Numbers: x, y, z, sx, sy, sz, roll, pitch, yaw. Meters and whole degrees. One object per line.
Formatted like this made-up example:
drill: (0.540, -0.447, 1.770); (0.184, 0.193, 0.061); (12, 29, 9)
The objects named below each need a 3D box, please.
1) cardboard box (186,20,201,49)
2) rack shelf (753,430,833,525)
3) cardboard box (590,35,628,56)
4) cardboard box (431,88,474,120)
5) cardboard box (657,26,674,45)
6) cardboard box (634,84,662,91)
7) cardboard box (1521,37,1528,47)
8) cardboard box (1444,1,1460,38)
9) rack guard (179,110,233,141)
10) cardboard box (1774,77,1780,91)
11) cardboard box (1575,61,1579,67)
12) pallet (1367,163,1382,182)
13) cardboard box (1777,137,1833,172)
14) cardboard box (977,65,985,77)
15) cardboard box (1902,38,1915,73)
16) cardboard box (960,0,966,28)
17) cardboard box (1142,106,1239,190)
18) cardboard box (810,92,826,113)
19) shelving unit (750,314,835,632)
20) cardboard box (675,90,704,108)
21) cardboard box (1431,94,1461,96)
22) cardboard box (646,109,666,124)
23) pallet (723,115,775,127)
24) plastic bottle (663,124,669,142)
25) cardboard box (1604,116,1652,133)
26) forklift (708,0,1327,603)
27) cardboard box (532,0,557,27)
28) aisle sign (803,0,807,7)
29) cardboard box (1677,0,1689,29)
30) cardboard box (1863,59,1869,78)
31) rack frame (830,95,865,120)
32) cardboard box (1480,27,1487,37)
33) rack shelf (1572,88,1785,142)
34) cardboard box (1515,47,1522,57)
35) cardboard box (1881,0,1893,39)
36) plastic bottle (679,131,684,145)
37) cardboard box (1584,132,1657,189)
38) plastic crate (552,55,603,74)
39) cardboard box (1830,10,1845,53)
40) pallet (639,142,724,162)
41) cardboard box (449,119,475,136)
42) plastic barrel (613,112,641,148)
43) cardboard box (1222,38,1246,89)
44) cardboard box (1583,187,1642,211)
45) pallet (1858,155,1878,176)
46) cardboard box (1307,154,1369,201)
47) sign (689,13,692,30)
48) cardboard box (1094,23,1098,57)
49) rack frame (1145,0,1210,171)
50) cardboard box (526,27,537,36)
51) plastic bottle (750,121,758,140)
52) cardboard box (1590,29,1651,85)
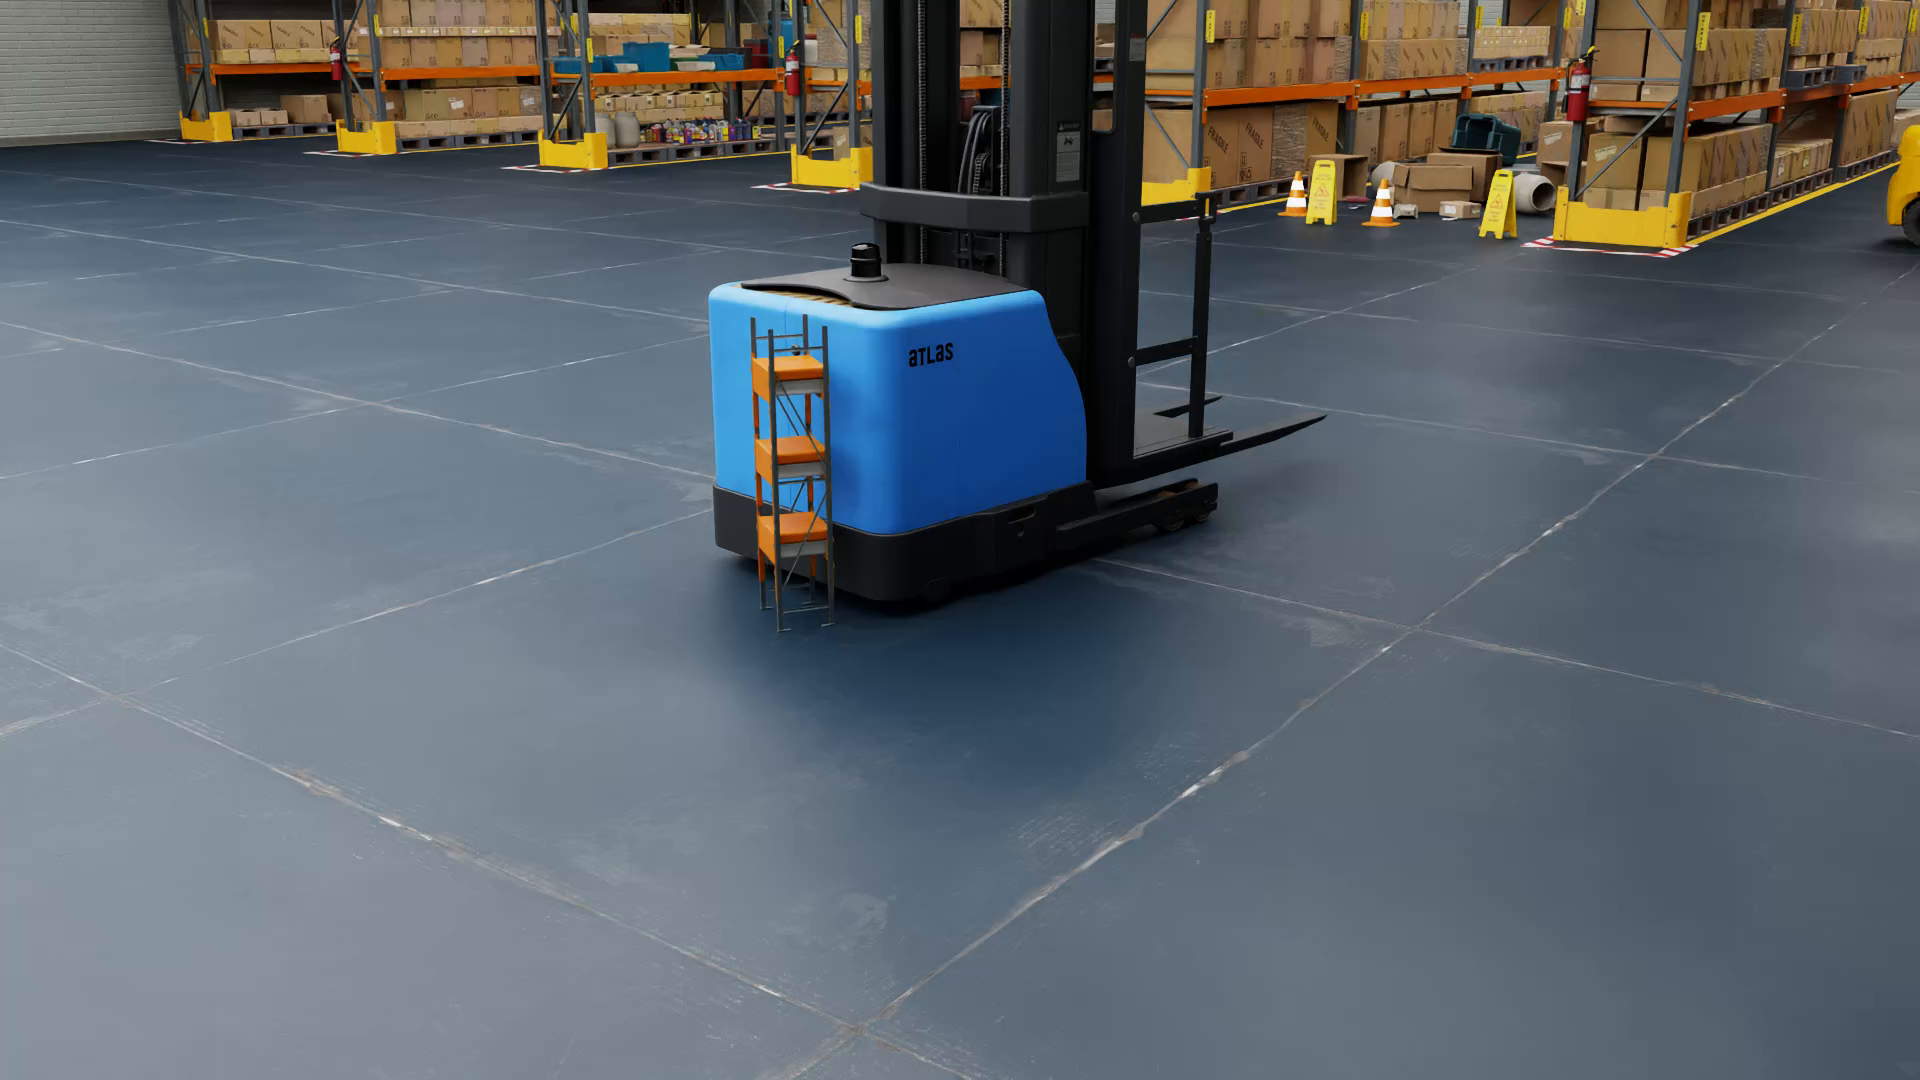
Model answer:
cardboard box: (-13.523, -9.092, 29.920); (0.500, 0.500, 0.500); (12, 21, 34)
rack shelf: (-0.574, -0.219, 5.713); (0.215, 0.259, 0.240); (-6, 18, -19)
cardboard box: (-6.485, -9.078, 30.750); (0.500, 0.500, 0.500); (14, 22, 39)
cardboard box: (-8.571, -7.347, 28.007); (0.500, 0.500, 0.500); (12, 21, 35)
cardboard box: (-6.852, -11.426, 37.776); (0.500, 0.500, 0.500); (13, 21, 35)
cardboard box: (-7.294, -10.288, 37.733); (0.750, 0.750, 0.750); (13, 22, 36)
cardboard box: (8.674, -7.822, 26.088); (0.380, 0.149, 0.250); (11, 20, 32)
cardboard box: (6.715, -7.446, 23.807); (0.700, 0.500, 0.500); (12, 21, 34)
rack guard: (-13.588, -7.471, 29.958); (1.175, 0.500, 0.348); (12, 21, 35)
cardboard box: (8.696, -4.972, 18.119); (0.380, 0.149, 0.250); (12, 21, 34)
cardboard box: (10.386, -8.127, 28.281); (0.380, 0.149, 0.250); (13, 21, 36)
pallet: (5.006, -4.938, 22.289); (1.003, 0.211, 1.213); (12, 21, 35)
cardboard box: (10.681, -4.988, 21.470); (0.950, 0.372, 0.625); (11, 20, 31)
cardboard box: (0.124, -6.528, 23.130); (0.380, 0.149, 0.250); (12, 21, 35)
cardboard box: (13.899, -7.241, 24.834); (0.500, 0.500, 0.500); (13, 22, 36)
cardboard box: (-0.259, -7.128, 22.283); (0.500, 0.500, 0.500); (12, 21, 35)
cardboard box: (2.575, -4.479, 18.984); (0.875, 0.875, 0.875); (13, 21, 35)
cardboard box: (-3.167, -9.243, 34.922); (0.500, 0.500, 0.500); (13, 21, 35)
shelving unit: (-0.574, -0.229, 5.710); (0.215, 1.050, 0.252); (-6, 18, -19)
cardboard box: (-5.305, -8.539, 32.167); (0.500, 0.311, 0.500); (12, 21, 34)
cardboard box: (7.480, -6.722, 25.574); (0.500, 0.250, 0.500); (13, 21, 35)
cardboard box: (-5.914, -8.031, 31.475); (0.500, 0.250, 0.500); (13, 21, 36)
pallet: (-4.411, -8.517, 33.814); (1.003, 0.211, 1.213); (12, 21, 35)
plastic bottle: (-4.680, -6.408, 26.172); (0.152, 0.276, 0.135); (12, 21, 33)
cardboard box: (6.692, -4.161, 16.655); (0.380, 0.149, 0.250); (13, 22, 36)
forklift: (0.443, -1.532, 6.736); (1.130, 2.935, 3.031); (16, 24, 42)
cardboard box: (-7.529, -9.285, 29.230); (0.700, 0.500, 0.500); (13, 21, 35)
aisle sign: (-3.816, -13.663, 41.300); (0.394, 0.787, 0.004); (12, 21, 35)
cardboard box: (6.696, -5.216, 16.127); (0.700, 0.500, 0.500); (13, 21, 35)
cardboard box: (11.811, -6.301, 22.228); (0.500, 0.250, 0.500); (12, 21, 33)
rack frame: (-2.503, -10.630, 35.917); (1.000, 3.000, 0.127); (12, 21, 35)
cardboard box: (7.579, -7.530, 24.648); (0.380, 0.149, 0.250); (12, 21, 33)
rack shelf: (7.451, -4.402, 17.075); (1.077, 0.370, 4.000); (12, 21, 35)
cardboard box: (8.523, -7.618, 25.934); (0.380, 0.149, 0.250); (14, 22, 37)
cardboard box: (12.428, -7.134, 22.805); (0.500, 0.500, 0.500); (13, 21, 36)
plastic bottle: (-4.285, -6.171, 25.534); (0.097, 0.201, 0.097); (0, 17, 0)
cardboard box: (6.527, -3.752, 16.431); (0.500, 0.500, 0.500); (13, 21, 35)
plastic crate: (-5.619, -6.997, 24.468); (0.499, 0.251, 0.616); (12, 21, 35)
cardboard box: (10.379, -6.162, 20.151); (0.500, 0.500, 0.500); (11, 20, 31)
pallet: (-4.454, -6.072, 25.942); (1.003, 0.211, 1.213); (12, 21, 35)
cardboard box: (-8.562, -6.987, 28.112); (0.500, 0.250, 0.500); (12, 21, 35)
plastic barrel: (-5.048, -6.198, 25.131); (0.421, 0.512, 0.421); (0, 17, 0)
cardboard box: (2.719, -5.423, 18.896); (0.875, 0.550, 0.550); (12, 21, 35)
cardboard box: (6.539, -3.403, 16.571); (0.500, 0.250, 0.500); (12, 21, 34)
pallet: (12.284, -5.307, 23.477); (1.003, 0.211, 1.213); (12, 21, 35)
cardboard box: (4.506, -4.329, 19.837); (0.500, 0.500, 0.500); (-16, 23, -41)
sign: (-5.328, -10.286, 32.990); (0.100, 0.325, 0.005); (12, 21, 35)
cardboard box: (1.643, -7.652, 25.446); (0.797, 0.503, 0.637); (15, 23, 40)
rack frame: (2.224, -5.120, 18.173); (1.000, 3.000, 0.127); (12, 21, 35)
cardboard box: (-7.563, -8.858, 28.949); (0.380, 0.149, 0.250); (12, 21, 33)
plastic bottle: (-3.315, -6.588, 26.740); (0.061, 0.283, 0.133); (14, 22, 37)
cardboard box: (6.362, -4.637, 15.948); (0.500, 0.500, 0.500); (12, 21, 34)
